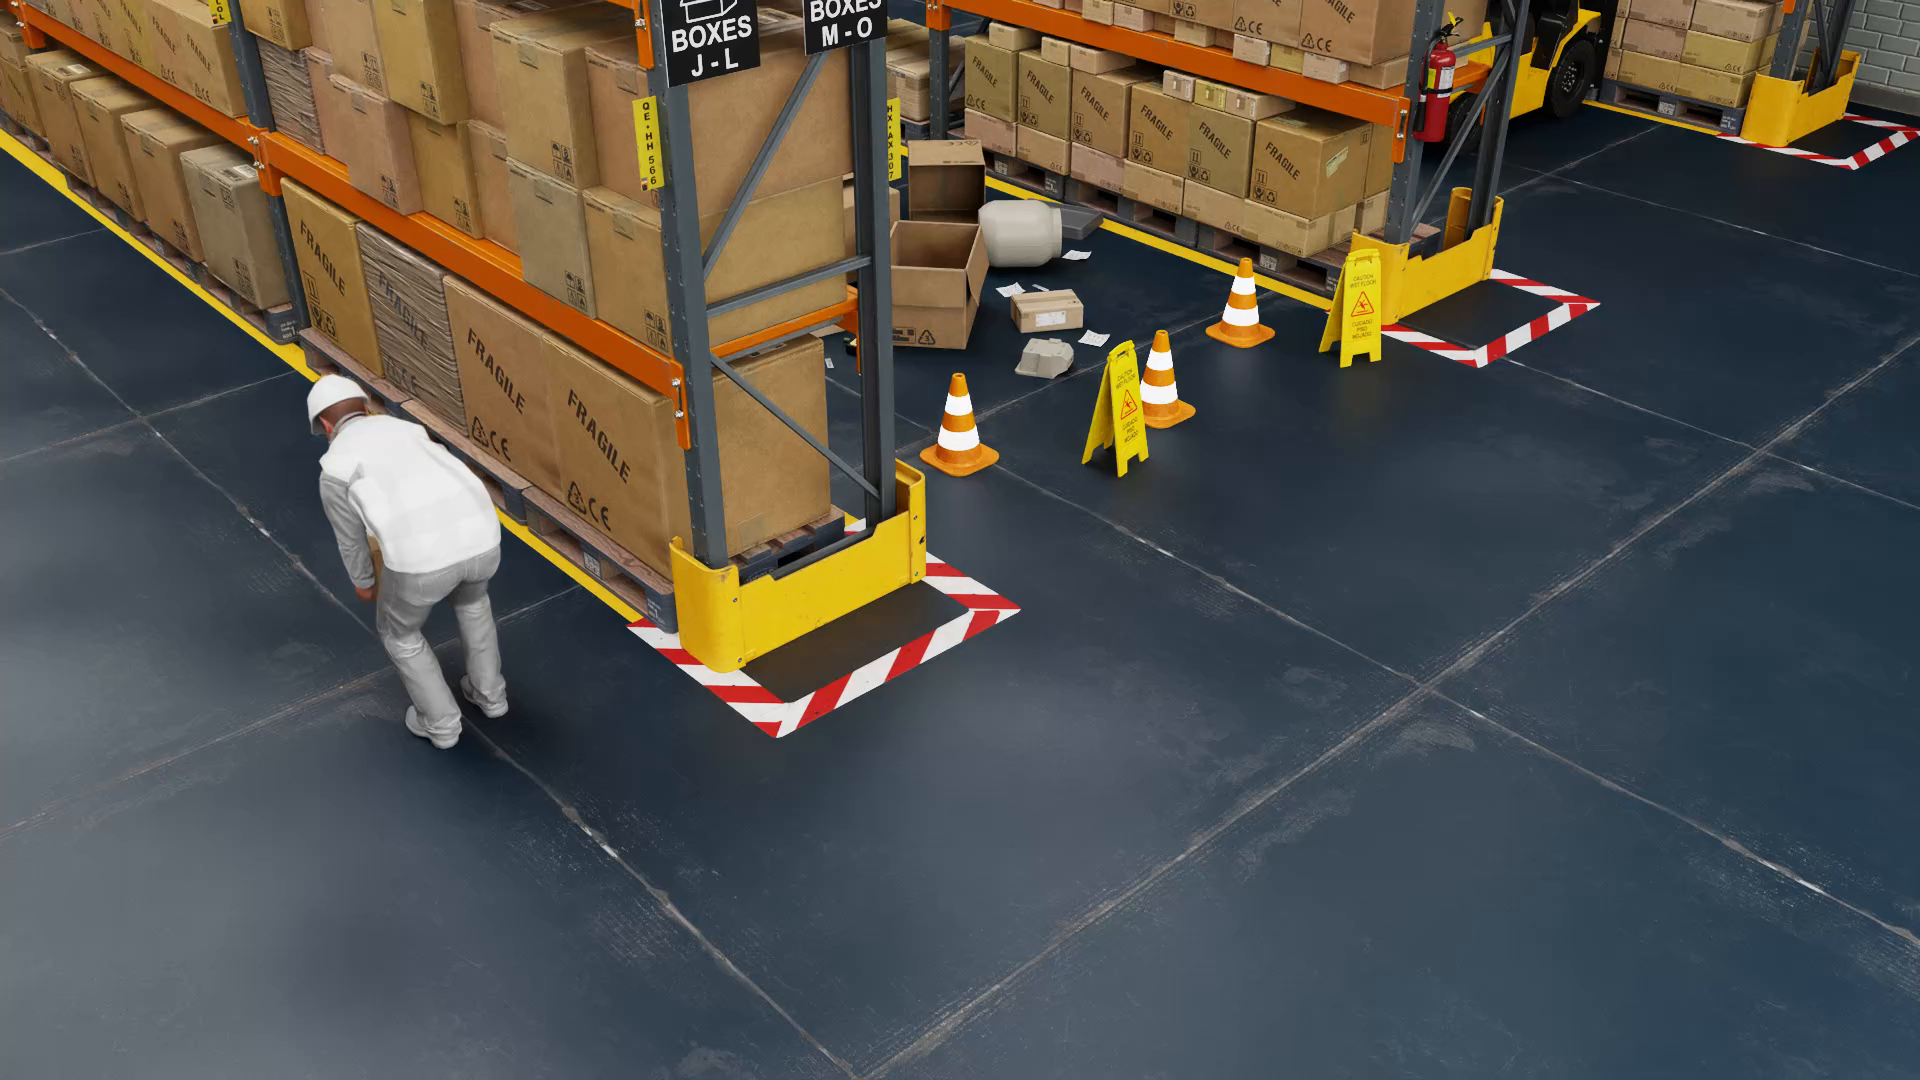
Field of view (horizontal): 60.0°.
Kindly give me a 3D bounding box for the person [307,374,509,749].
[{"bbox_3d":[-2.128,0.079,6.419,0.467,1.317,0.949,-27,41,-37],"label":"person"}]
